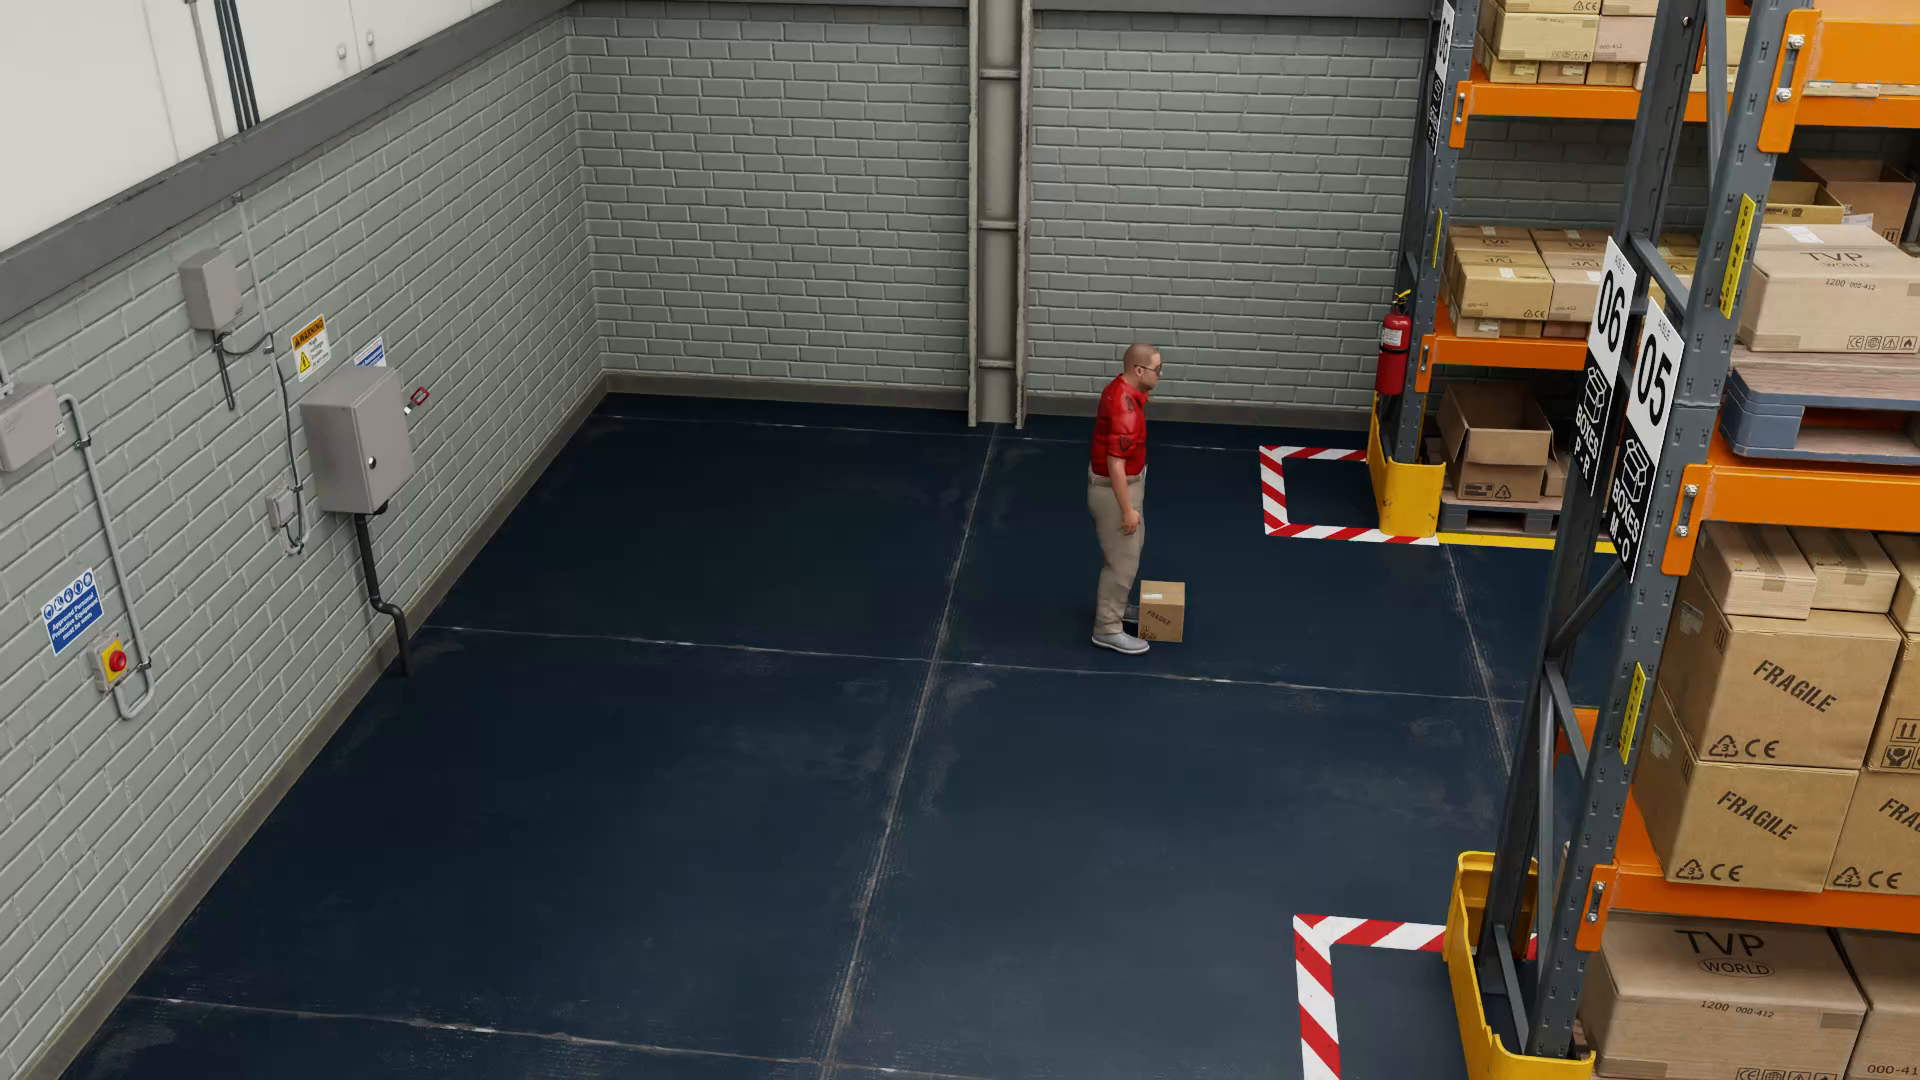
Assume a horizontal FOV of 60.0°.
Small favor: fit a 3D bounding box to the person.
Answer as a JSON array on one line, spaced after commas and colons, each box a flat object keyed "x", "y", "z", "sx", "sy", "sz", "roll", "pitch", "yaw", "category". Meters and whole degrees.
[{"x": 0.911, "y": -0.260, "z": 9.121, "sx": 0.425, "sy": 1.727, "sz": 0.596, "roll": 3, "pitch": 28, "yaw": 5, "category": "person"}]
